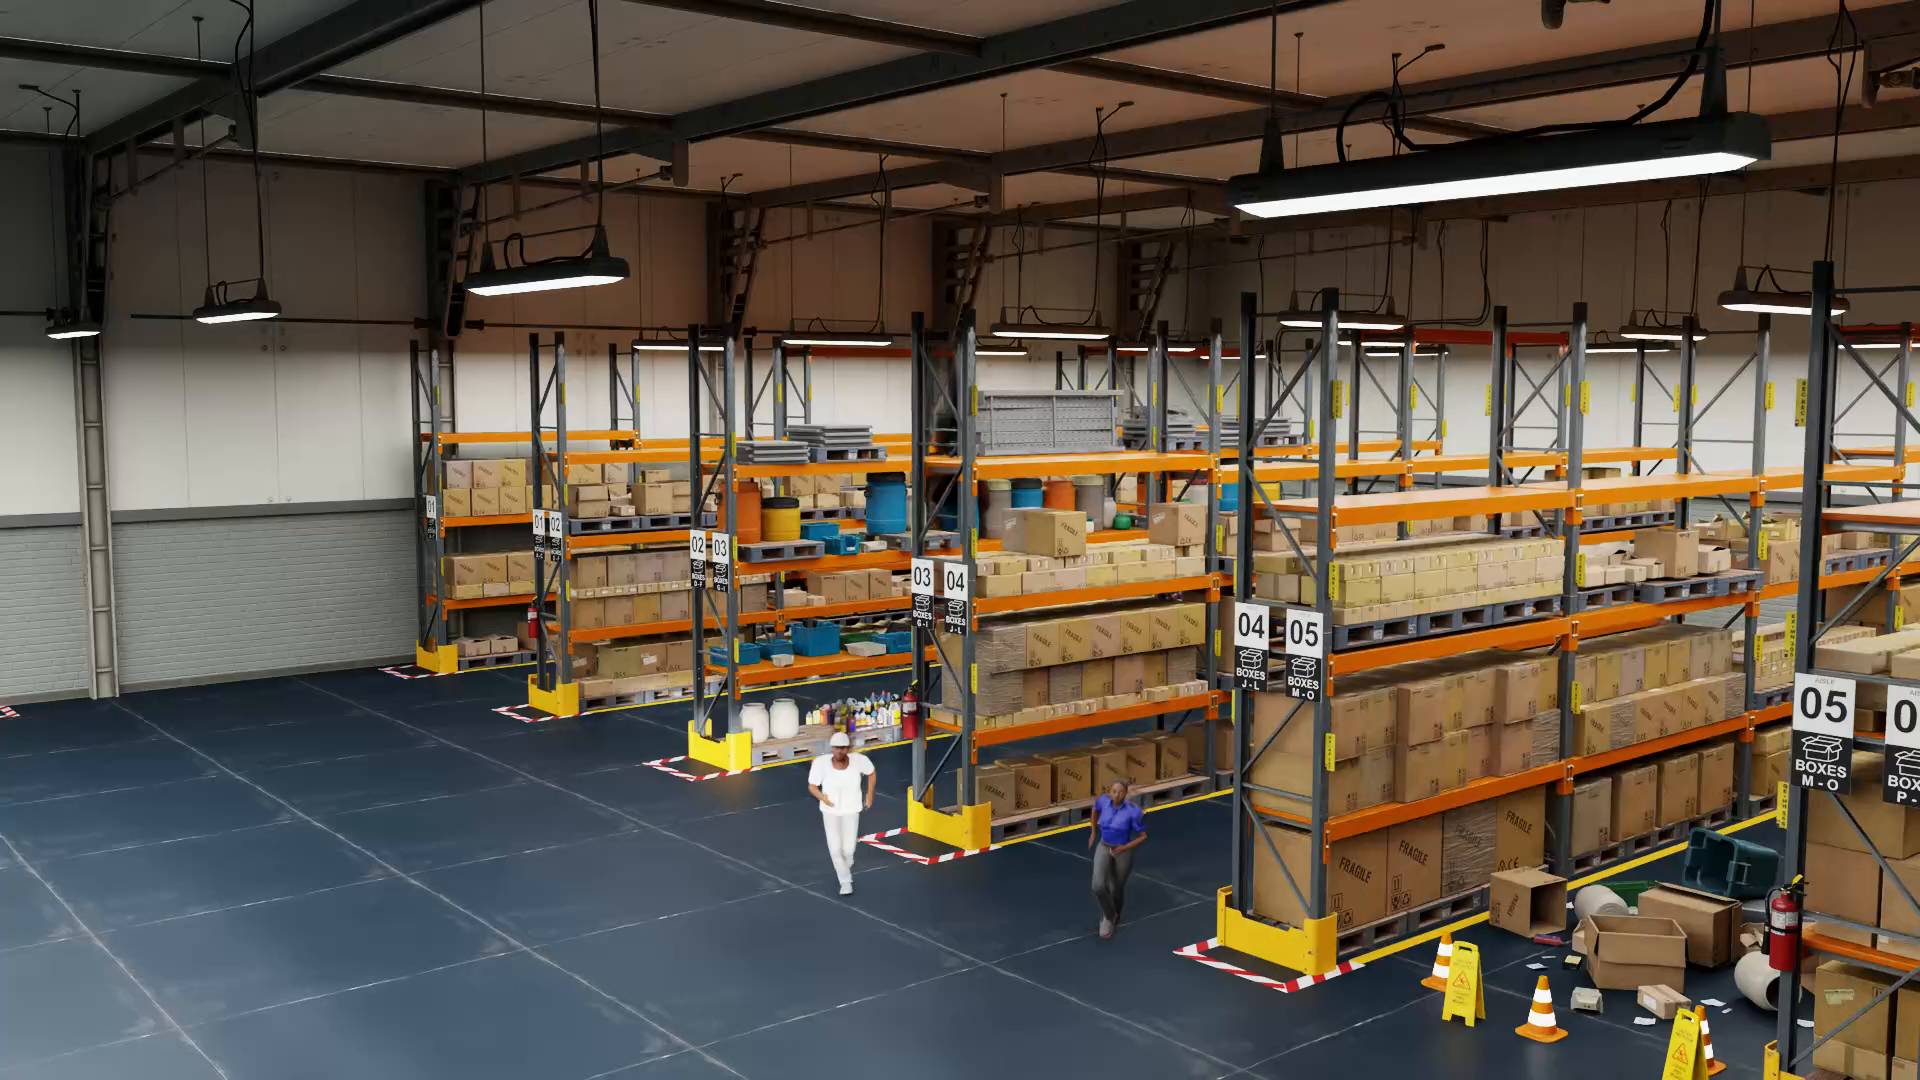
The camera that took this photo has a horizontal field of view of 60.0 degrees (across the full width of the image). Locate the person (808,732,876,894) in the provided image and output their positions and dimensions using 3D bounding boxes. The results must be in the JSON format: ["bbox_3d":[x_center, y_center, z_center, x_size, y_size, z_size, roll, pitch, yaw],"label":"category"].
[{"bbox_3d":[-1.198,2.764,16.895,0.673,1.701,0.722,0,5,1],"label":"person"}]

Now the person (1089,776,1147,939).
[{"bbox_3d":[1.481,2.954,15.641,0.613,1.538,0.784,2,6,20],"label":"person"}]

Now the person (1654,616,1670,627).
[{"bbox_3d":[10.717,1.946,25.492,0.569,1.731,0.653,-5,7,-43],"label":"person"}]
